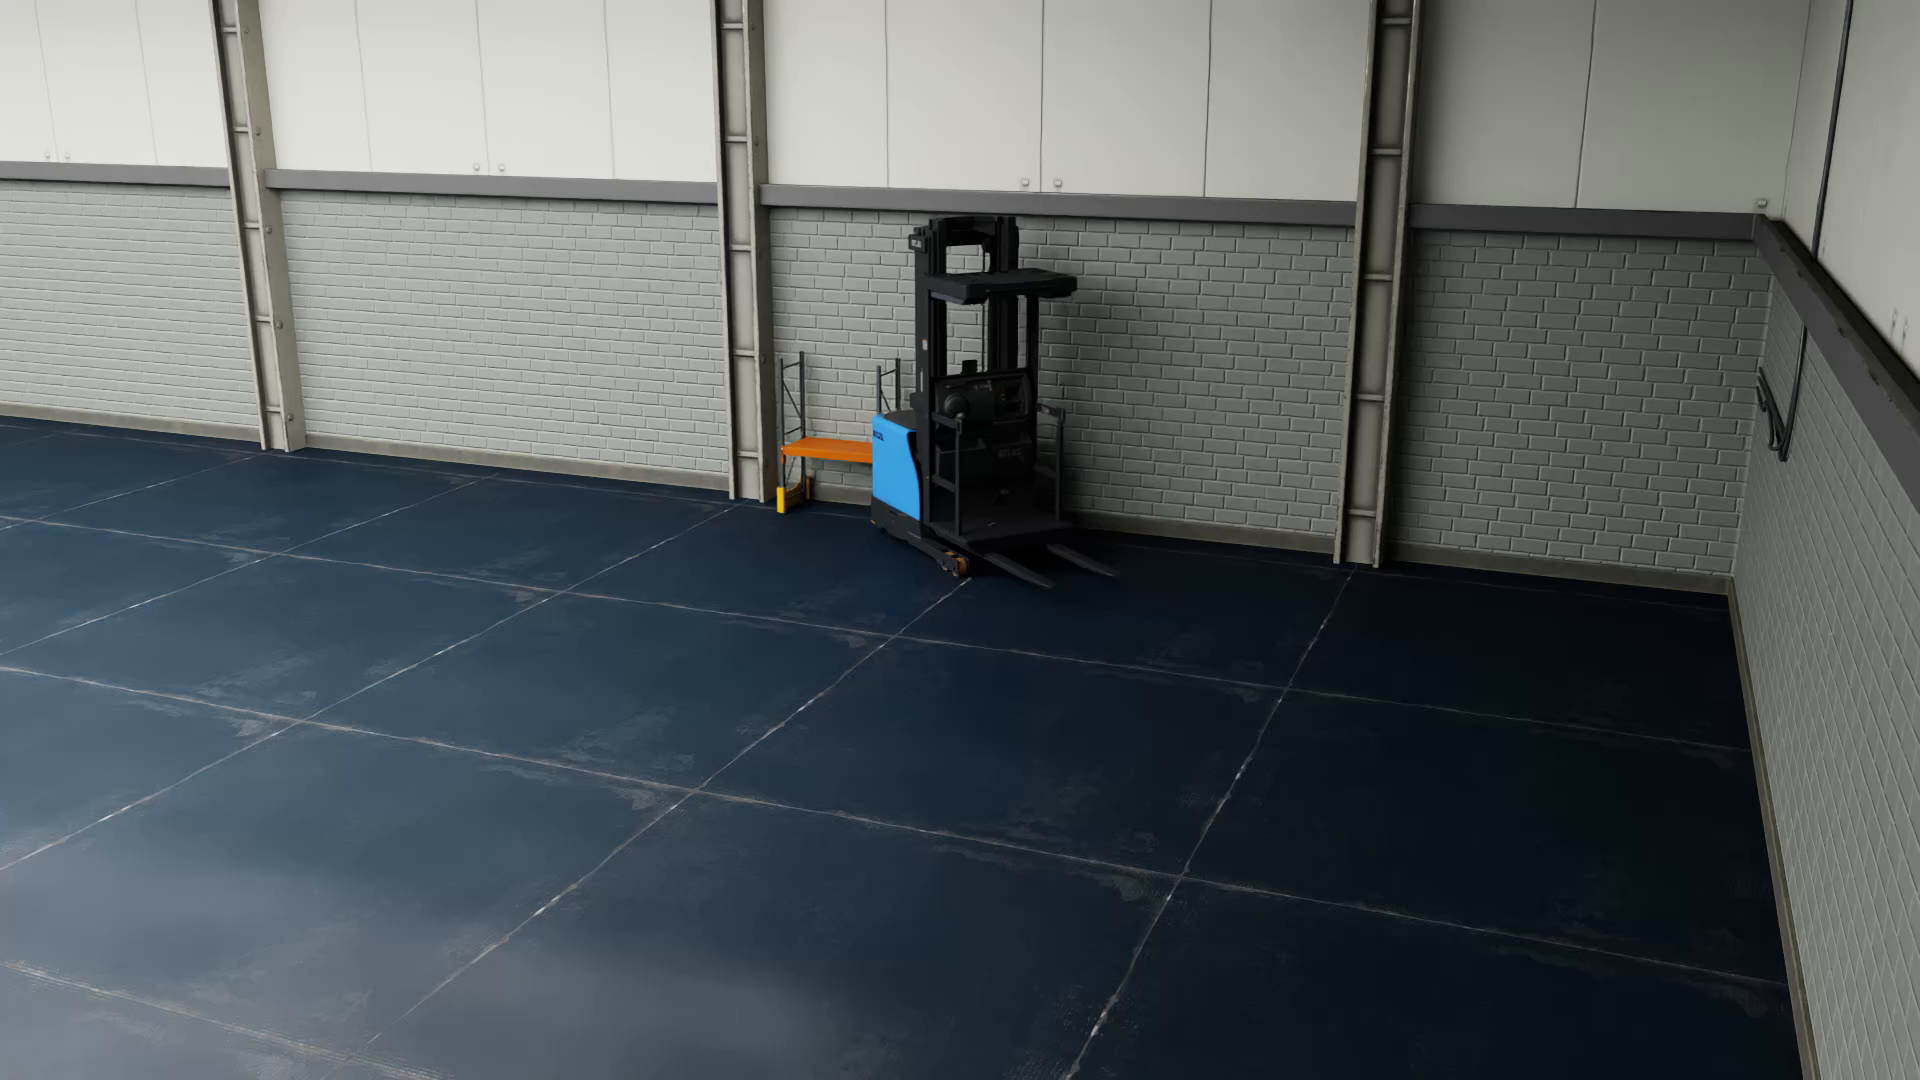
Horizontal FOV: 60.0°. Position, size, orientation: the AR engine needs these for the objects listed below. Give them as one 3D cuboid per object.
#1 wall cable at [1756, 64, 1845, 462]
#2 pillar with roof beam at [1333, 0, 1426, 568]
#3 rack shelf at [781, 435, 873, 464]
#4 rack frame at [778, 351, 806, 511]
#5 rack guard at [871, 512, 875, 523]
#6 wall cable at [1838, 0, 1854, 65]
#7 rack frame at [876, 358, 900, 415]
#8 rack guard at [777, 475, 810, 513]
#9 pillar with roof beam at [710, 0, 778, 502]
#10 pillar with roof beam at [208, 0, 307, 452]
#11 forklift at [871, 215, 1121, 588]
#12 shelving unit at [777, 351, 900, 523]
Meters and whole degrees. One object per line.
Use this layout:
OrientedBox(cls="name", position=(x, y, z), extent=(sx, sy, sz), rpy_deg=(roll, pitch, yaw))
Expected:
OrientedBox(cls="wall cable", position=(5.764, -2.005, 11.585), extent=(0.112, 2.526, 3.097), rpy_deg=(6, 17, 21))
OrientedBox(cls="pillar with roof beam", position=(1.929, -3.024, 9.526), extent=(0.400, 9.000, 9.100), rpy_deg=(6, 17, 21))
OrientedBox(cls="rack shelf", position=(-1.156, -0.832, 16.050), extent=(1.000, 0.185, 0.538), rpy_deg=(6, 17, 20))
OrientedBox(cls="rack frame", position=(-1.629, -1.059, 16.176), extent=(0.032, 1.500, 0.500), rpy_deg=(6, 17, 20))
OrientedBox(cls="rack guard", position=(-0.704, -0.353, 16.002), extent=(0.087, 0.250, 0.587), rpy_deg=(6, 17, 20))
OrientedBox(cls="wall cable", position=(4.771, -3.729, 8.464), extent=(0.112, 2.526, 3.097), rpy_deg=(6, 17, 21))
OrientedBox(cls="rack frame", position=(-0.680, -0.953, 15.828), extent=(0.032, 1.500, 0.500), rpy_deg=(6, 17, 20))
OrientedBox(cls="rack guard", position=(-1.634, -0.457, 16.343), extent=(0.087, 0.250, 0.587), rpy_deg=(6, 17, 20))
OrientedBox(cls="pillar with roof beam", position=(-3.652, -3.638, 11.640), extent=(0.400, 9.000, 9.100), rpy_deg=(6, 17, 21))
OrientedBox(cls="pillar with roof beam", position=(-9.234, -4.251, 13.754), extent=(0.400, 9.000, 9.100), rpy_deg=(6, 17, 21))
OrientedBox(cls="forklift", position=(0.302, -1.236, 14.250), extent=(1.130, 2.935, 3.031), rpy_deg=(-8, 18, -27))
OrientedBox(cls="shelving unit", position=(-1.163, -1.007, 16.005), extent=(1.083, 1.500, 0.587), rpy_deg=(6, 17, 20))
